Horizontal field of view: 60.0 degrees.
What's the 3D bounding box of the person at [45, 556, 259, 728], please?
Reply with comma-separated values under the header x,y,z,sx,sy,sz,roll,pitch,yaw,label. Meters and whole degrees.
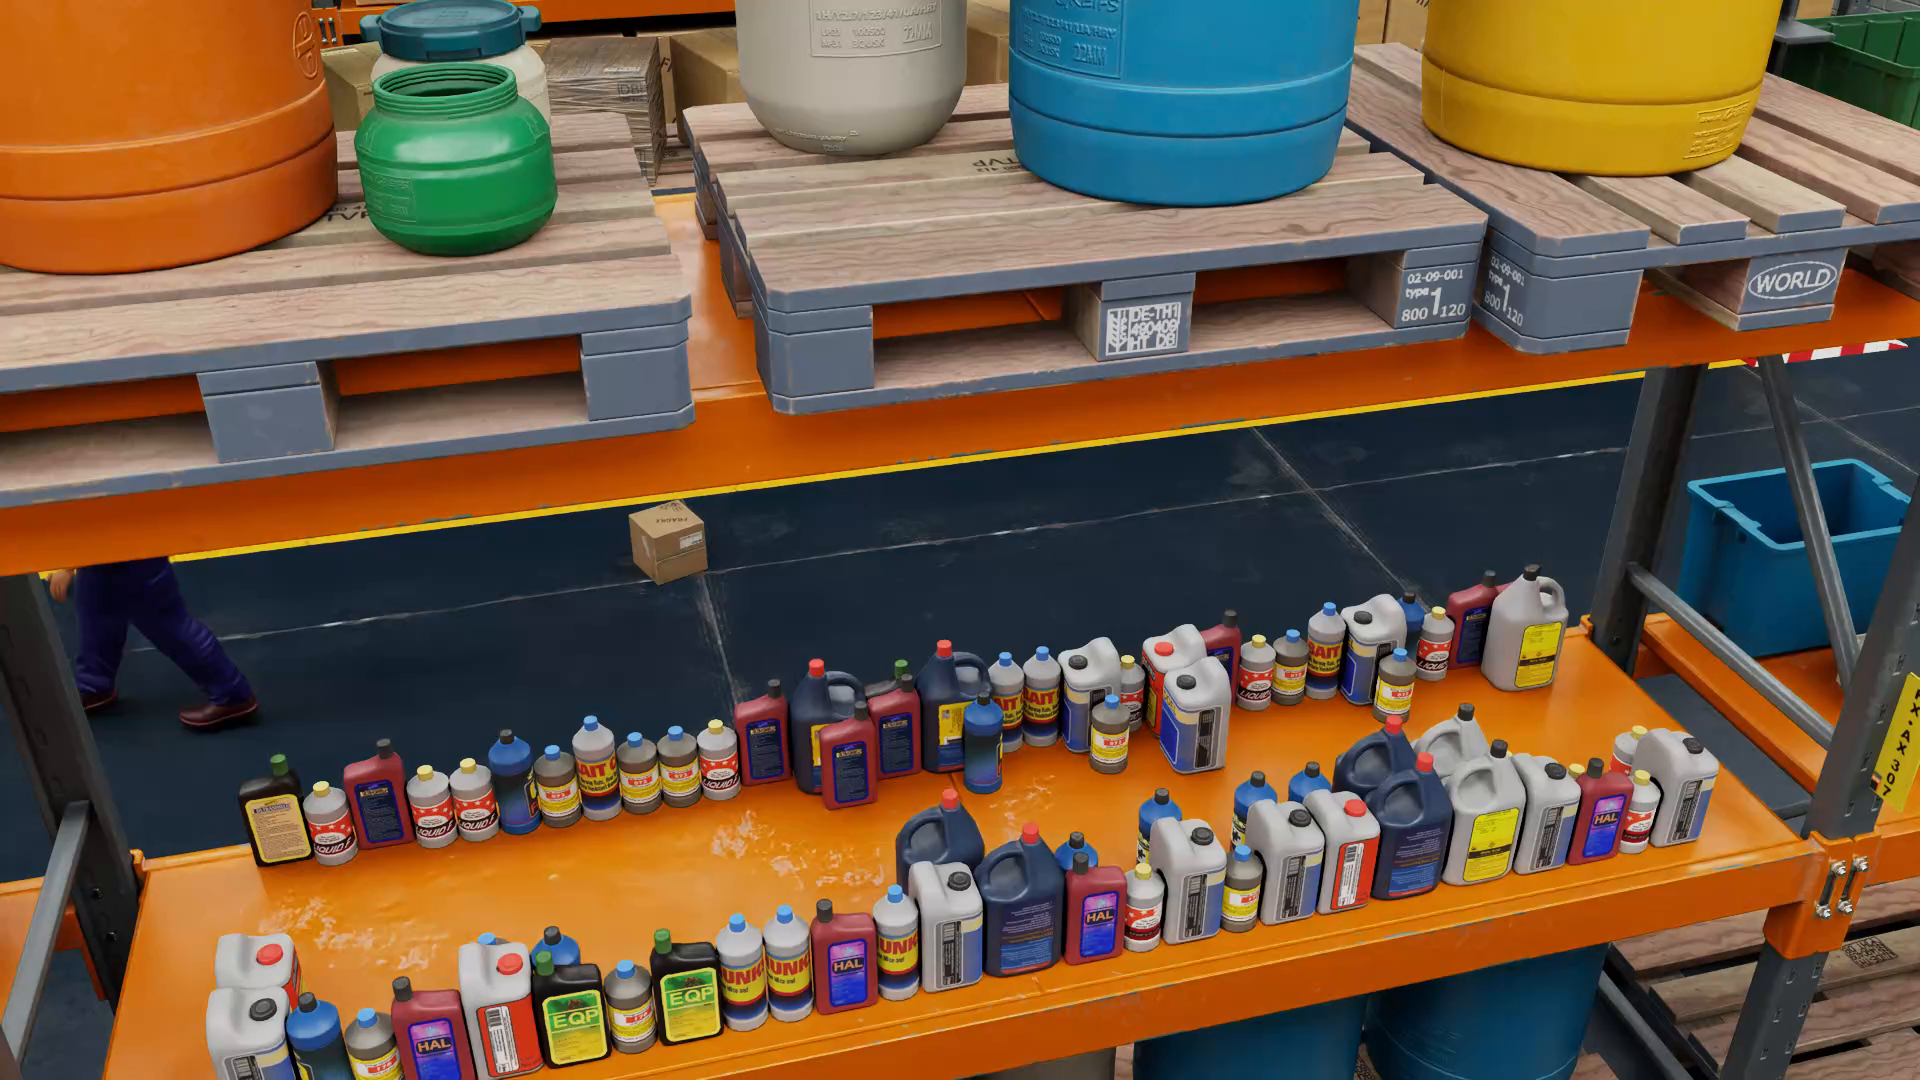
x,y,z,sx,sy,sz,roll,pitch,yaw,label
-3.175,0.015,6.116,0.826,1.646,0.522,-7,31,-12,person
